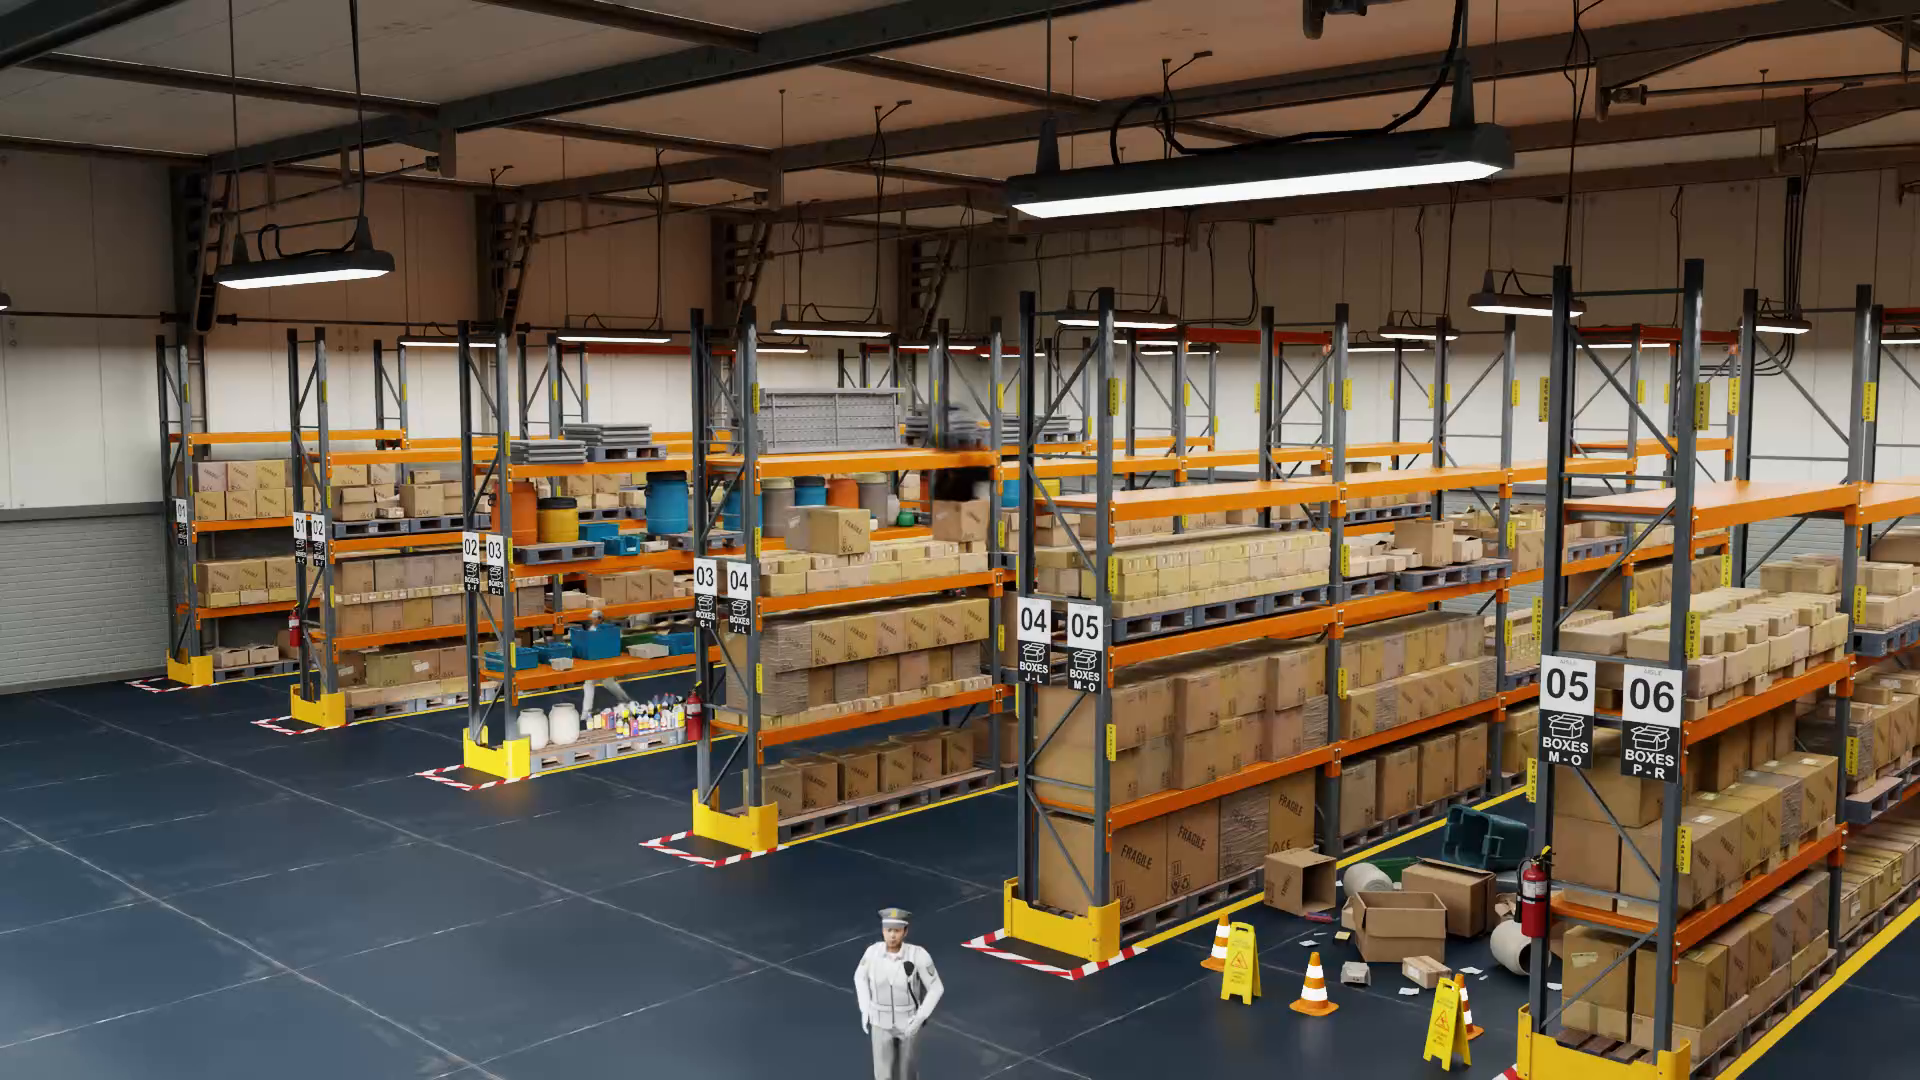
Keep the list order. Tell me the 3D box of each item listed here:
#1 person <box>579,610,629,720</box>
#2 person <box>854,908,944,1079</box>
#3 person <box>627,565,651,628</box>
[{"bbox_3d":[-5.550,1.898,25.737,0.599,1.668,0.937,4,7,36],"label":"person"},{"bbox_3d":[-0.420,3.287,11.290,0.632,1.689,0.818,1,5,6],"label":"person"},{"bbox_3d":[-6.074,1.309,31.862,0.707,1.724,0.668,4,7,38],"label":"person"}]
